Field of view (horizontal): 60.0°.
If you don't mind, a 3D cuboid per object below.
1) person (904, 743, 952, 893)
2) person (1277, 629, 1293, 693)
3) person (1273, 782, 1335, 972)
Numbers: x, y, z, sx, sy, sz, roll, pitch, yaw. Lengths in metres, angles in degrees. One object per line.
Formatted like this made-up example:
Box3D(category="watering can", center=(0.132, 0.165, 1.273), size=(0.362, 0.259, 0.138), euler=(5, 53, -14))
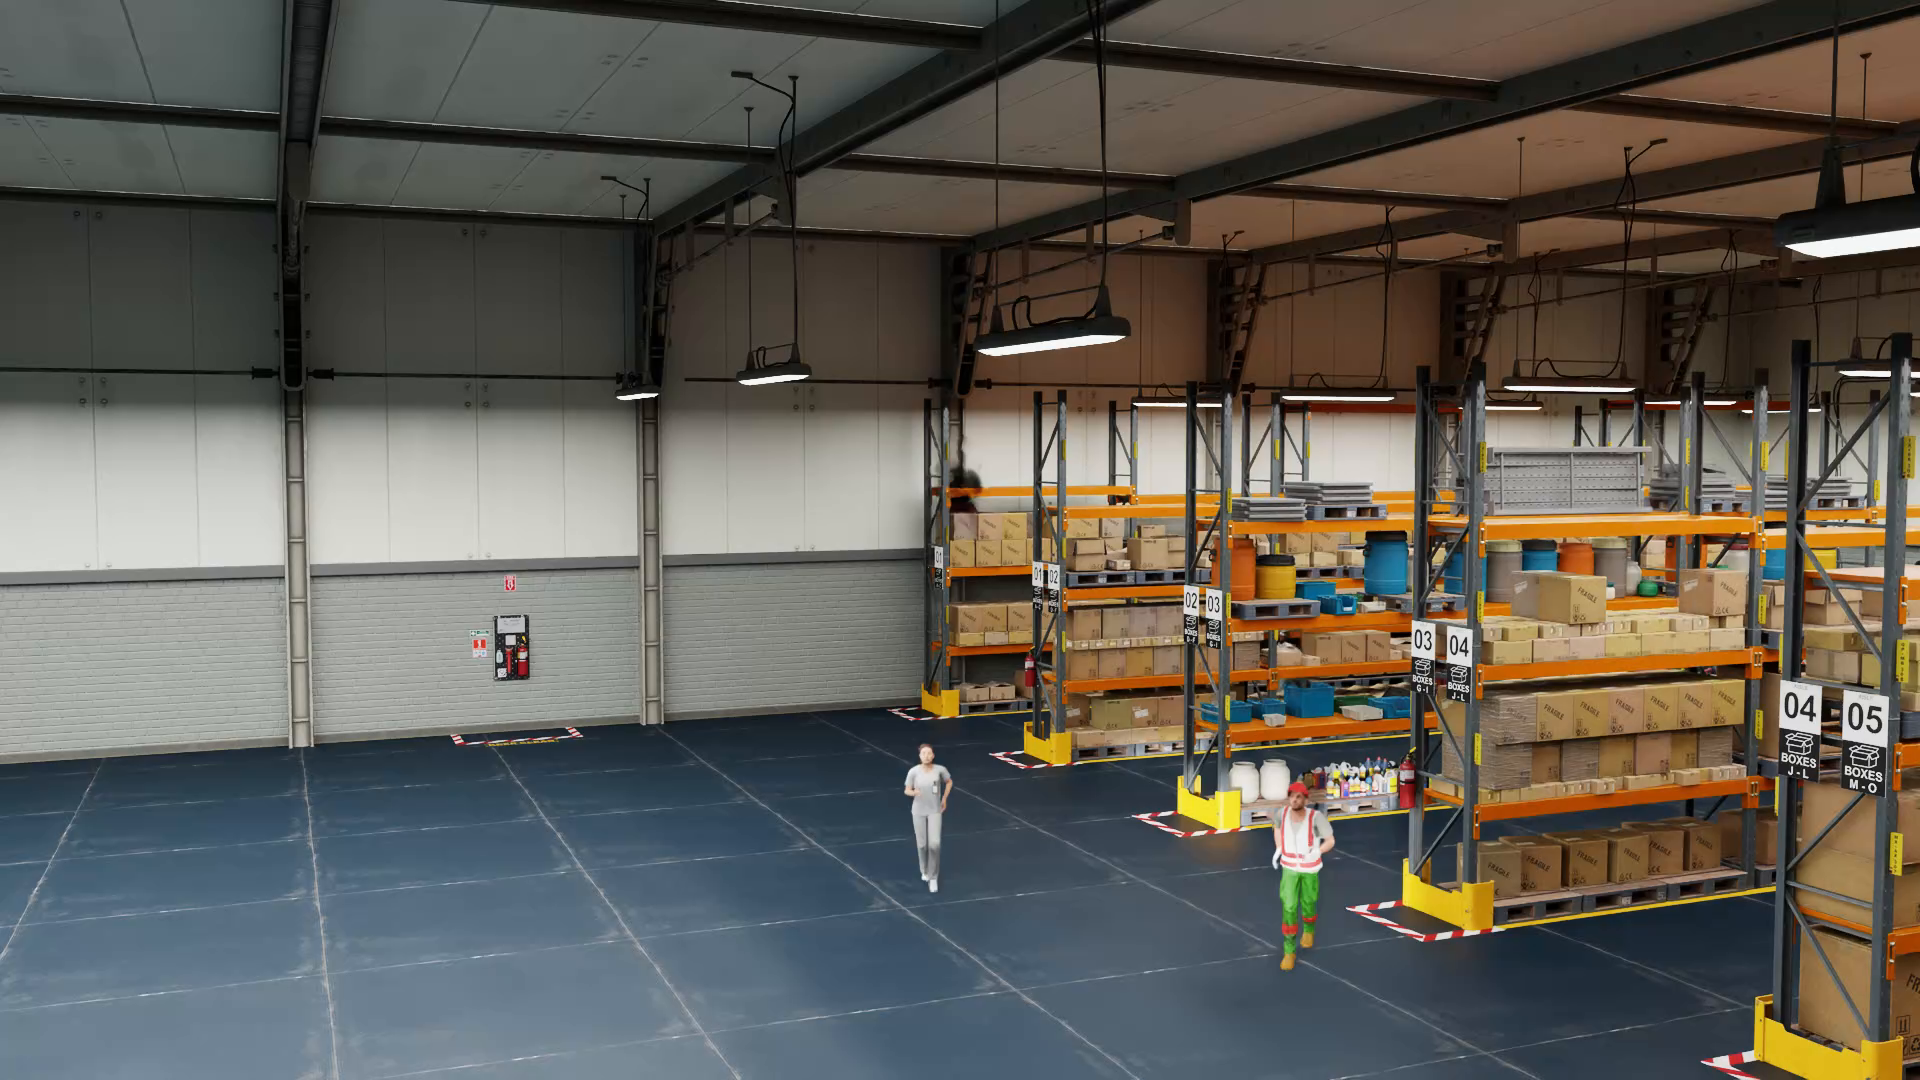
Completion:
Box3D(category="person", center=(-0.370, 3.198, 19.231), size=(0.544, 1.705, 0.691), euler=(0, 3, 2))
Box3D(category="person", center=(6.047, 2.492, 31.289), size=(0.532, 1.654, 0.550), euler=(-2, 4, -30))
Box3D(category="person", center=(3.419, 3.289, 16.558), size=(0.626, 1.809, 0.898), euler=(1, 4, 21))
